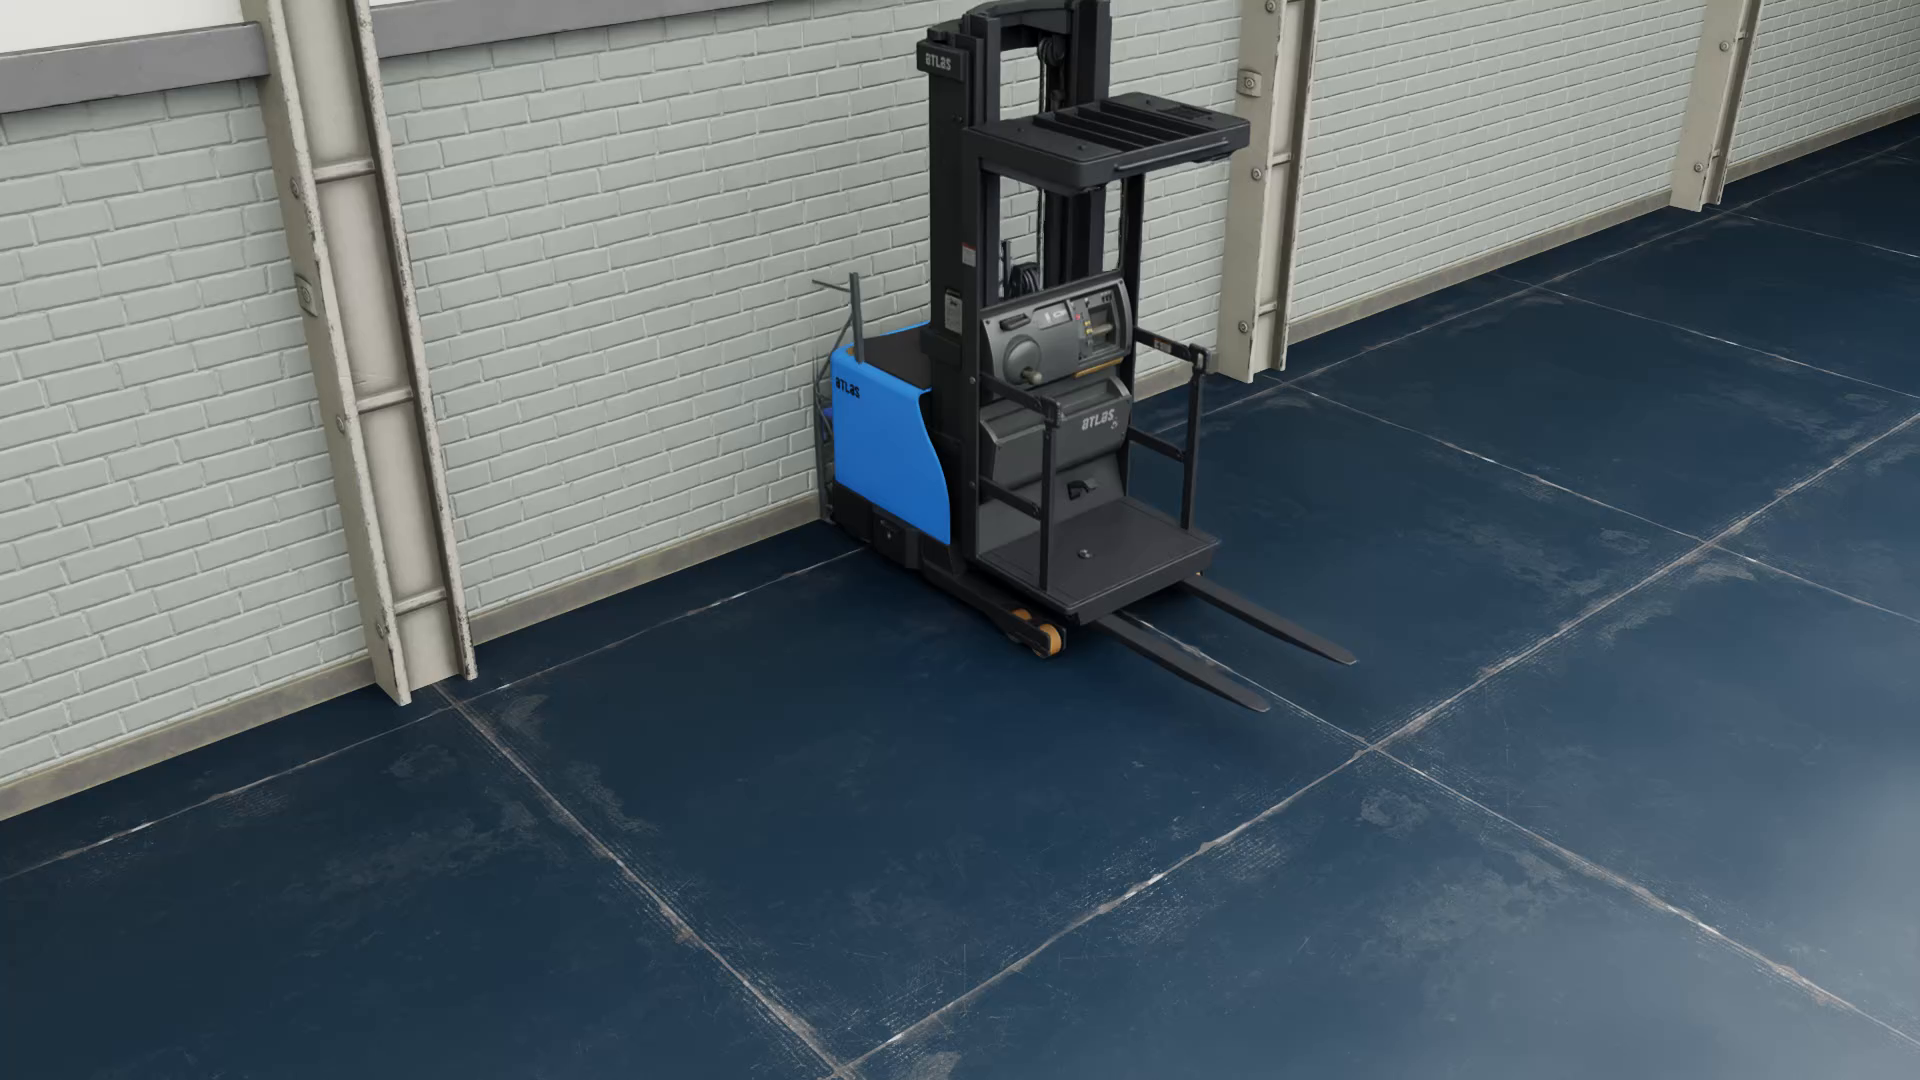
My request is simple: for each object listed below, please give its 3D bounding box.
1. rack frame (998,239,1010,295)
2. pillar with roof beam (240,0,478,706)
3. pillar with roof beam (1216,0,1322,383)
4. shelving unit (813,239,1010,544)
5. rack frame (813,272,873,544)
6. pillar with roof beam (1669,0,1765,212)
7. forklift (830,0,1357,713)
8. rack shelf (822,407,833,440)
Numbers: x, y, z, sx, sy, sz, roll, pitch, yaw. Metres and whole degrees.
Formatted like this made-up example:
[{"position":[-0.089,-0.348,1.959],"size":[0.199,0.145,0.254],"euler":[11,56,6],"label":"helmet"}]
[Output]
[{"position":[0.137,-1.018,9.572],"size":[0.032,1.500,0.500],"euler":[-19,28,-34],"label":"rack frame"},{"position":[0.223,-1.762,2.999],"size":[0.400,9.000,9.100],"euler":[-22,35,-35],"label":"pillar with roof beam"},{"position":[4.787,-3.597,6.433],"size":[0.400,9.000,9.100],"euler":[-22,35,-35],"label":"pillar with roof beam"},{"position":[-0.259,-0.880,9.285],"size":[1.048,1.500,0.538],"euler":[-19,28,-34],"label":"shelving unit"},{"position":[-0.655,-0.742,8.997],"size":[0.032,1.500,0.500],"euler":[-19,28,-34],"label":"rack frame"},{"position":[9.352,-5.433,9.868],"size":[0.400,9.000,9.100],"euler":[-22,35,-35],"label":"pillar with roof beam"},{"position":[0.621,-0.982,7.977],"size":[1.130,2.935,3.031],"euler":[-22,35,-35],"label":"forklift"},{"position":[-0.251,-0.714,9.353],"size":[1.000,0.185,0.538],"euler":[-19,28,-34],"label":"rack shelf"}]
